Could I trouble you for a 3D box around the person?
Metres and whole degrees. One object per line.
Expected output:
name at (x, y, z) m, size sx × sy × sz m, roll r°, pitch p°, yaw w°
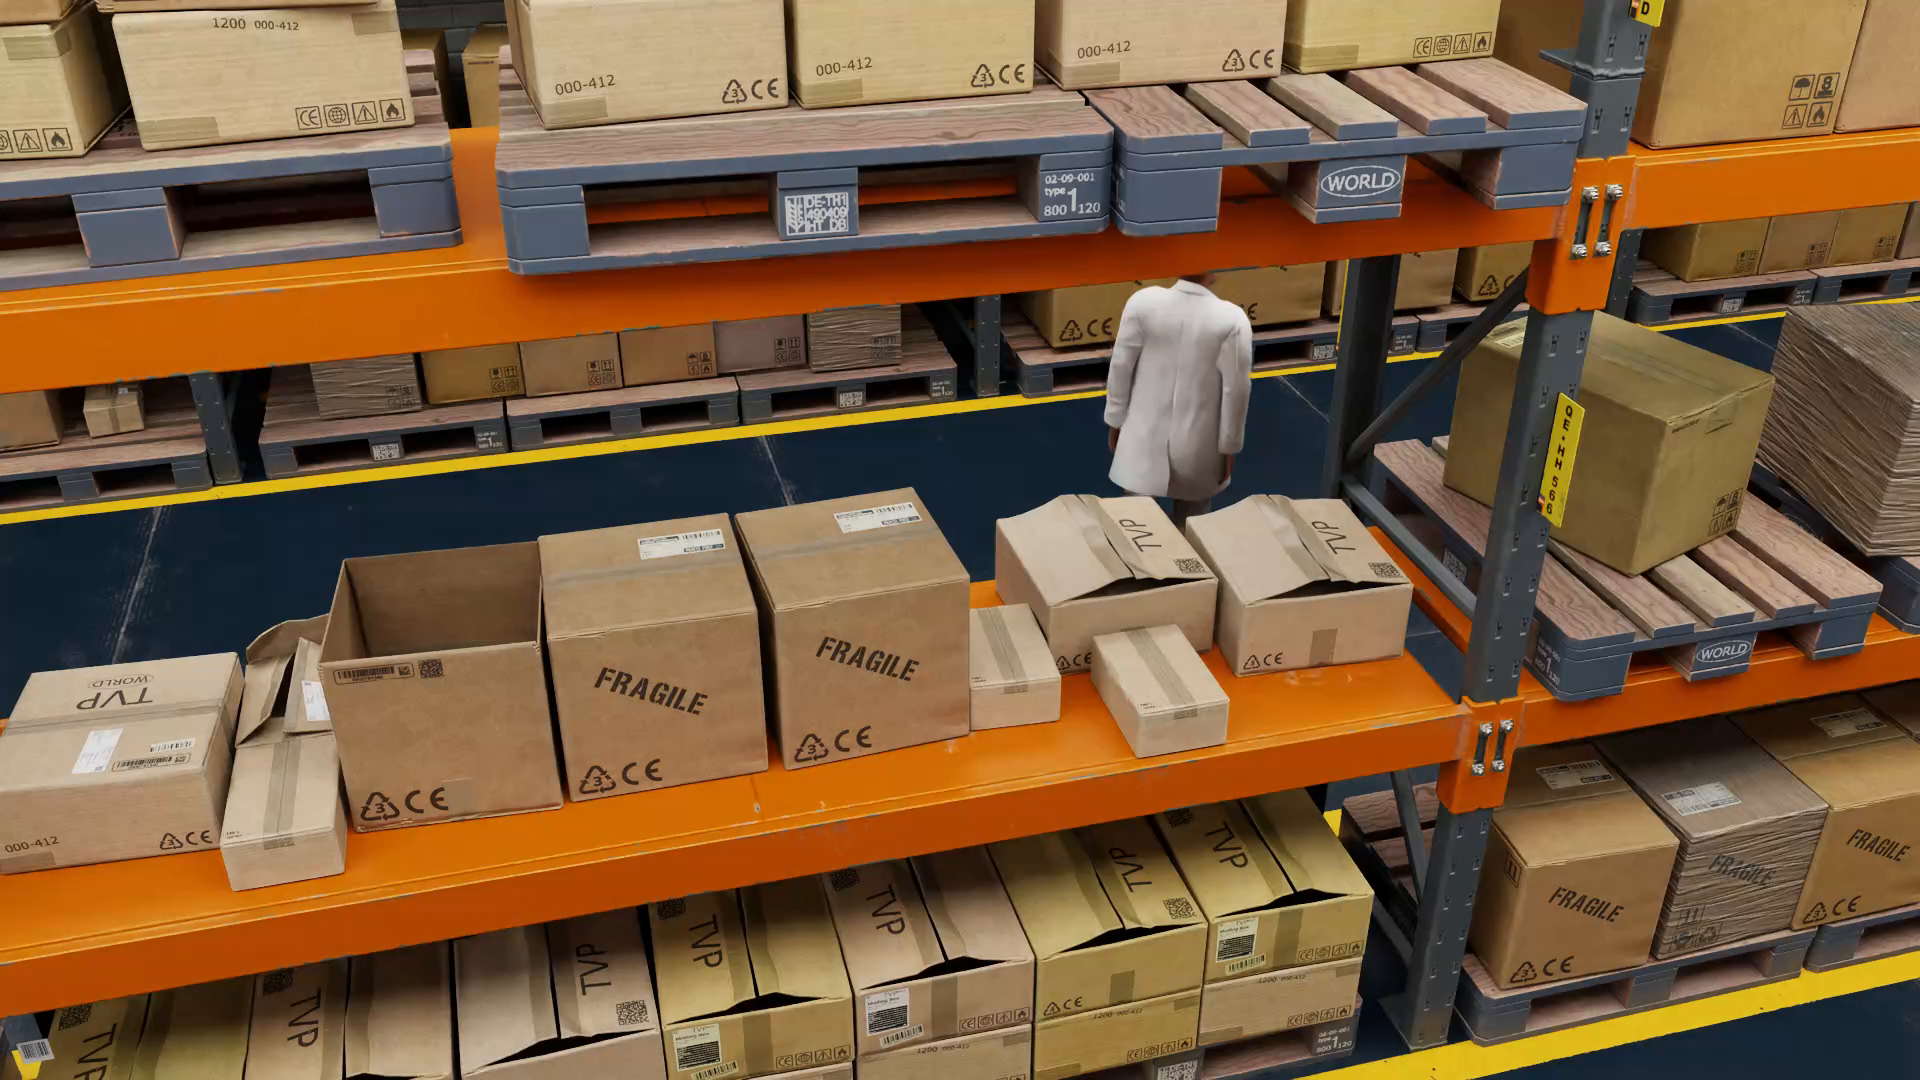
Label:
person at (0.869, -0.400, 6.836) m, size 0.605 × 1.763 × 0.635 m, roll 9°, pitch 31°, yaw 15°
